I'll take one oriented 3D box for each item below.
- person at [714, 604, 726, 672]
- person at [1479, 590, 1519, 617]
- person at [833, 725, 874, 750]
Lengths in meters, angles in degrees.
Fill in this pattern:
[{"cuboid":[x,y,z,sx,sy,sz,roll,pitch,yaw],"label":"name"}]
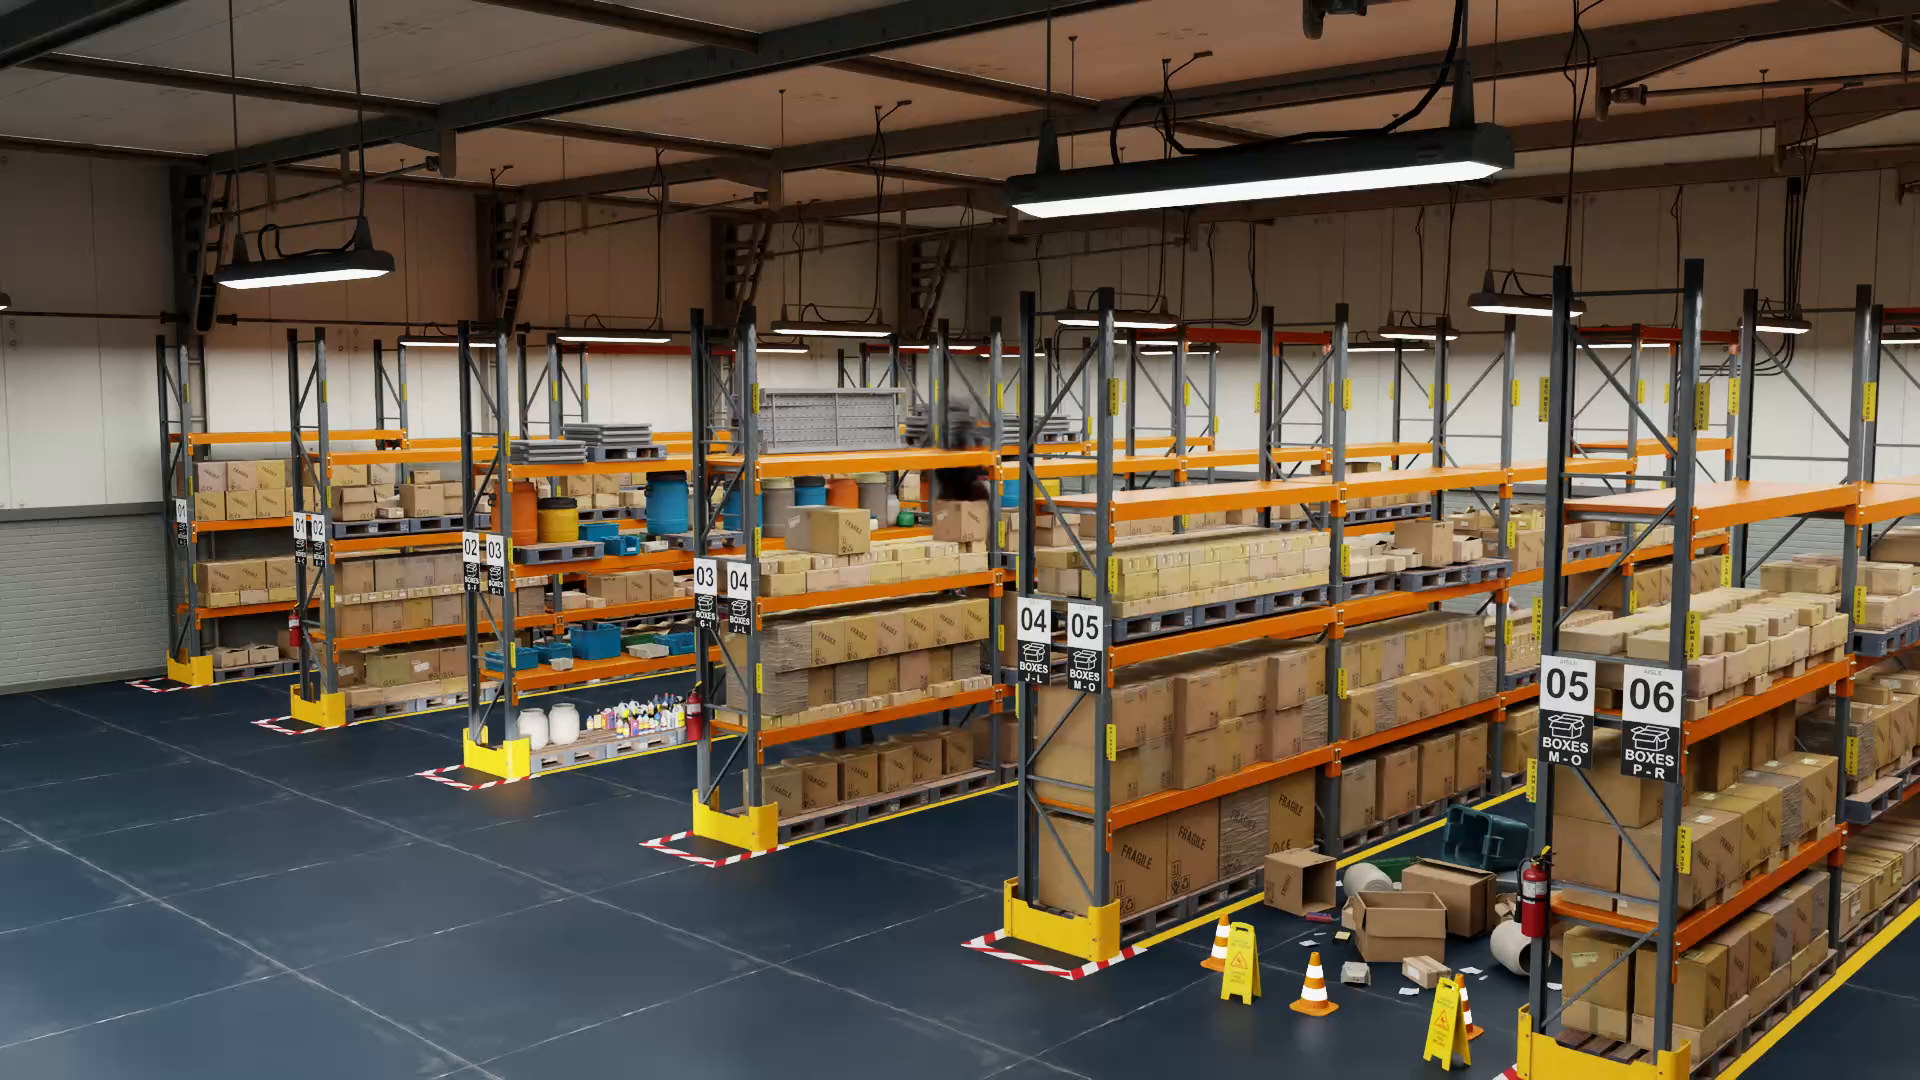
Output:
[{"cuboid":[-3.924,1.717,27.074,0.656,1.758,0.969,4,7,35],"label":"person"},{"cuboid":[9.433,1.578,29.041,0.735,1.691,0.560,2,6,16],"label":"person"},{"cuboid":[-1.493,2.132,22.915,0.666,1.837,0.937,3,6,29],"label":"person"}]
